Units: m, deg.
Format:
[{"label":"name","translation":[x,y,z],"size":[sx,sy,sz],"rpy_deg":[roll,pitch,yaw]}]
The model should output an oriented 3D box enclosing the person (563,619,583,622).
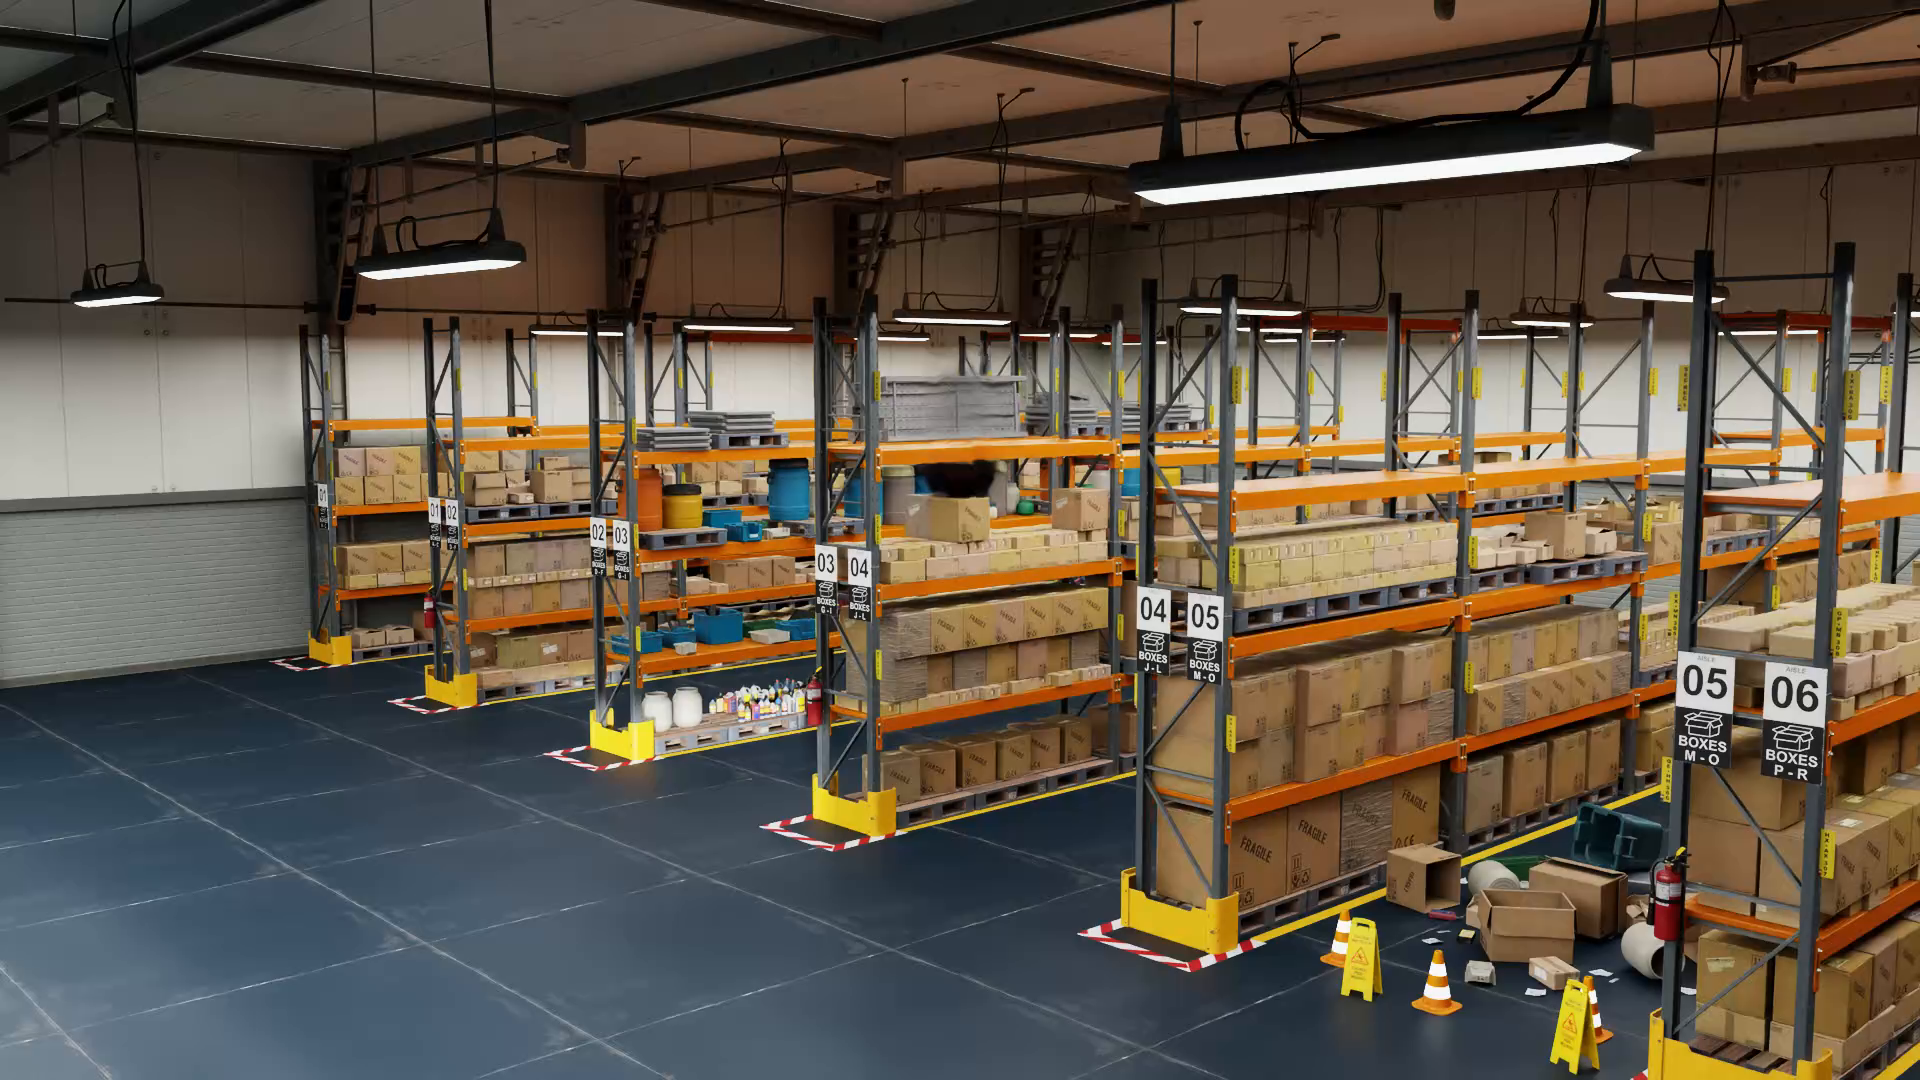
[{"label":"person","translation":[-6.802,1.393,29.434],"size":[0.705,1.720,1.030],"rpy_deg":[6,8,44]}]
